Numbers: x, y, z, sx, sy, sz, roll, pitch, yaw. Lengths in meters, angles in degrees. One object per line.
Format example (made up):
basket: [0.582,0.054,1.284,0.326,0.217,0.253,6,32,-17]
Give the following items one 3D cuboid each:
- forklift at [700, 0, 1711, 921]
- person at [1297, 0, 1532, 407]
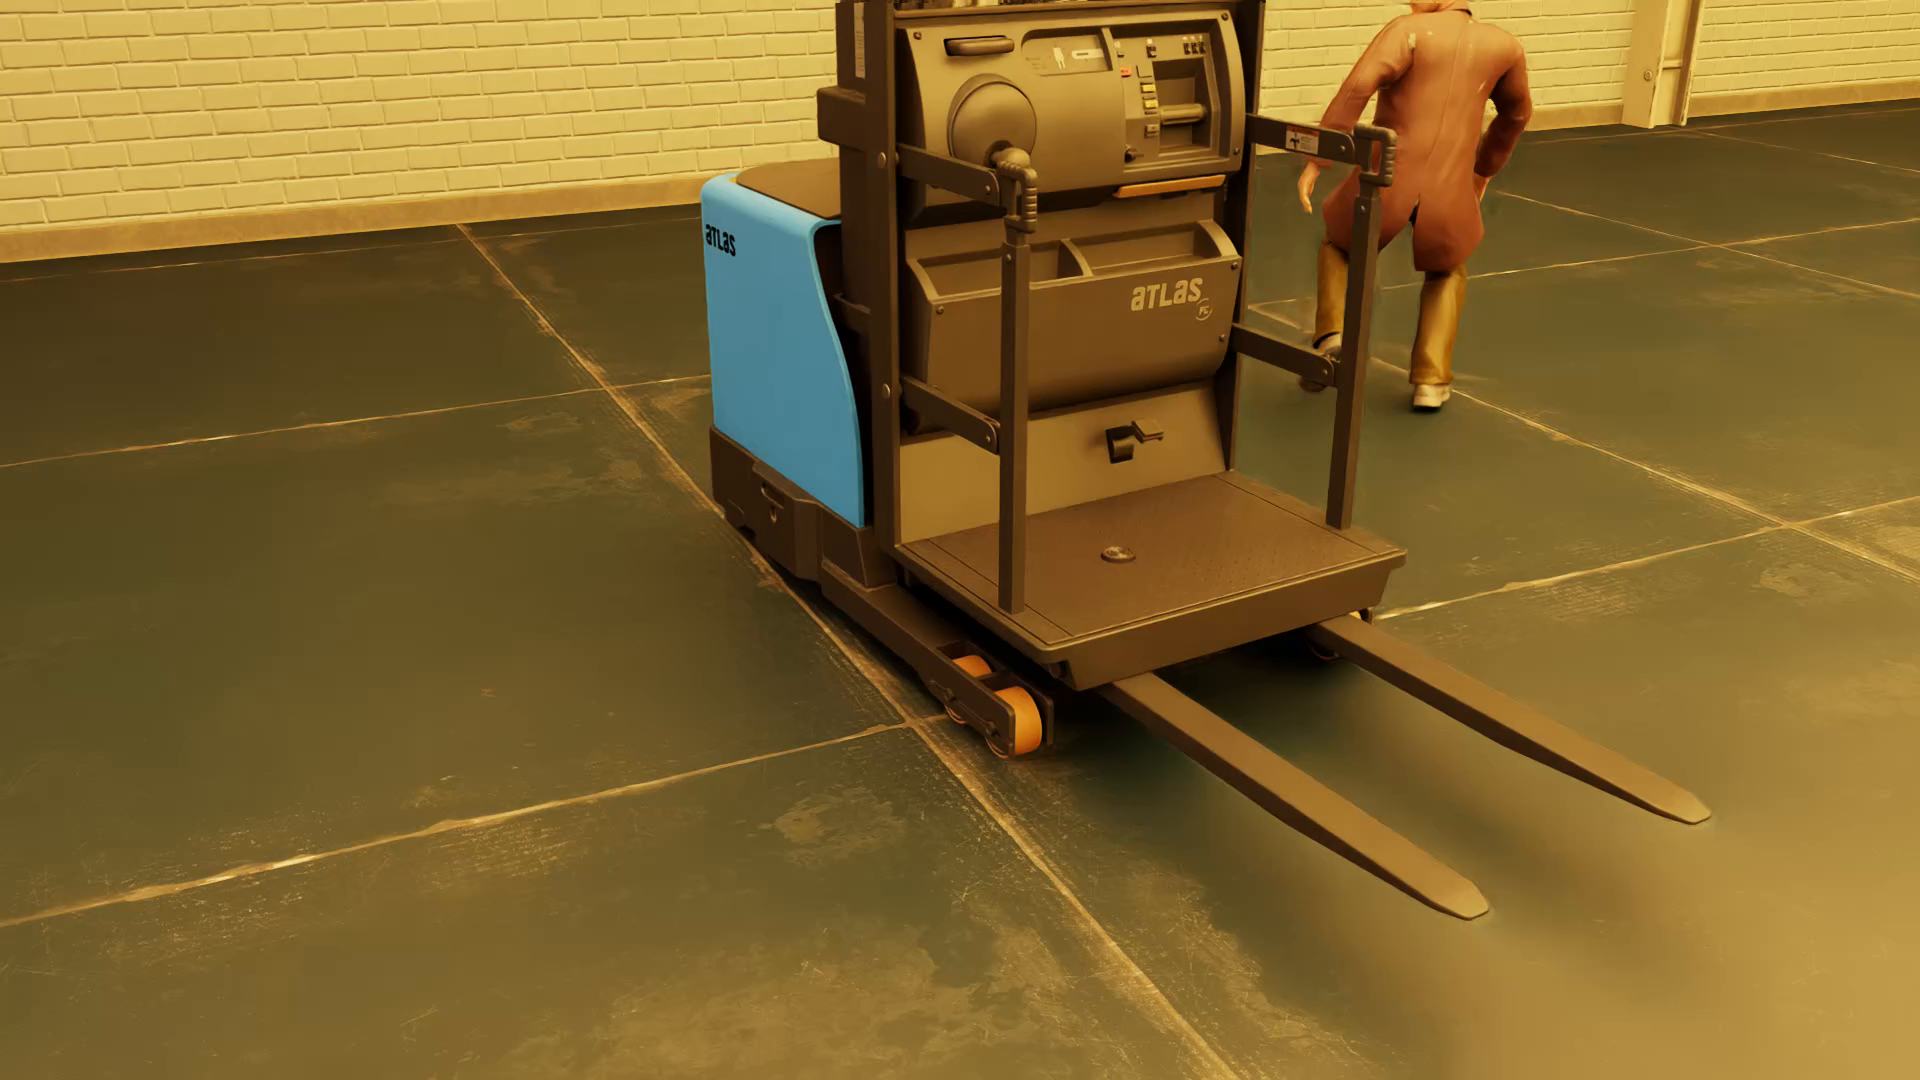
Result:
forklift: [0.405,-1.046,3.805,1.130,2.935,3.031,-13,26,-28]
person: [1.639,-1.303,6.092,0.868,1.677,0.650,1,23,2]
